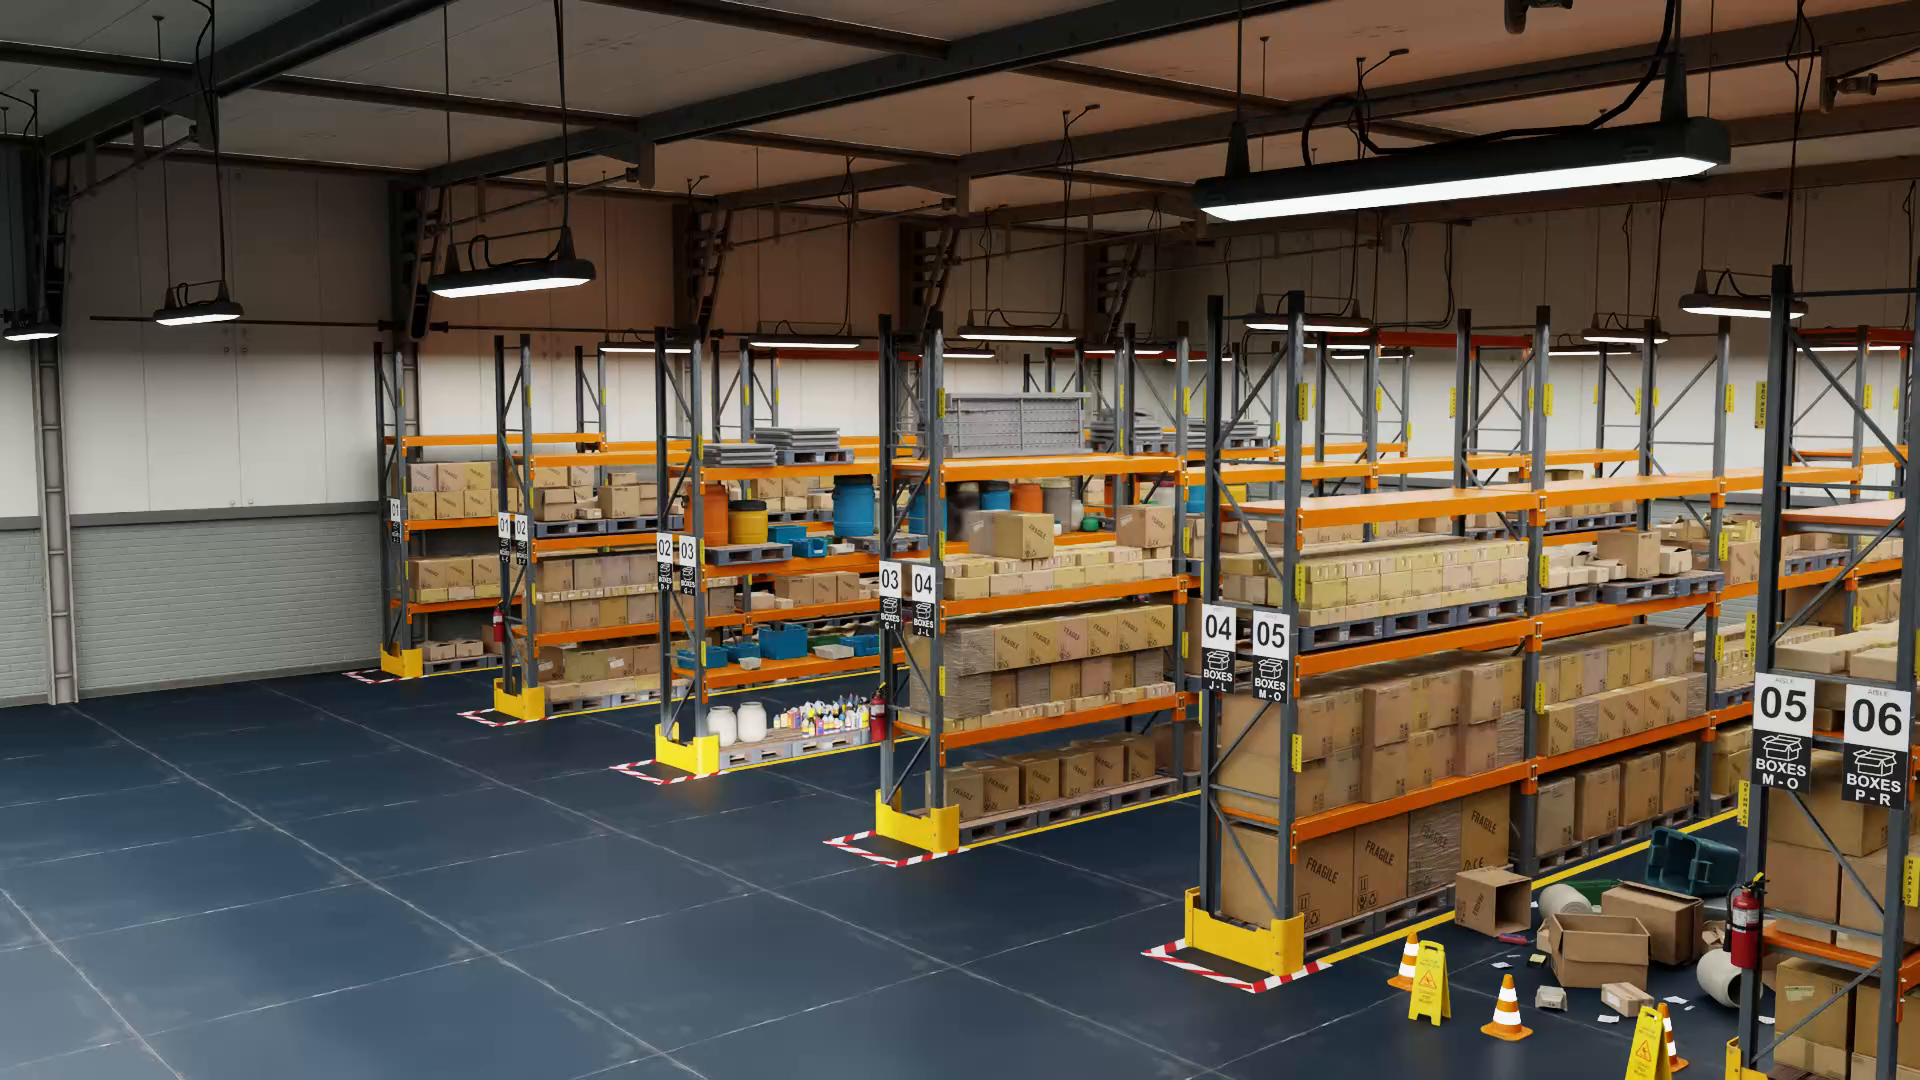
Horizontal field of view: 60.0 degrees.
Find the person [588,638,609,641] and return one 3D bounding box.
[{"bbox_3d":[-6.617,1.564,30.368,0.679,1.718,0.791,-1,5,-9],"label":"person"}]
